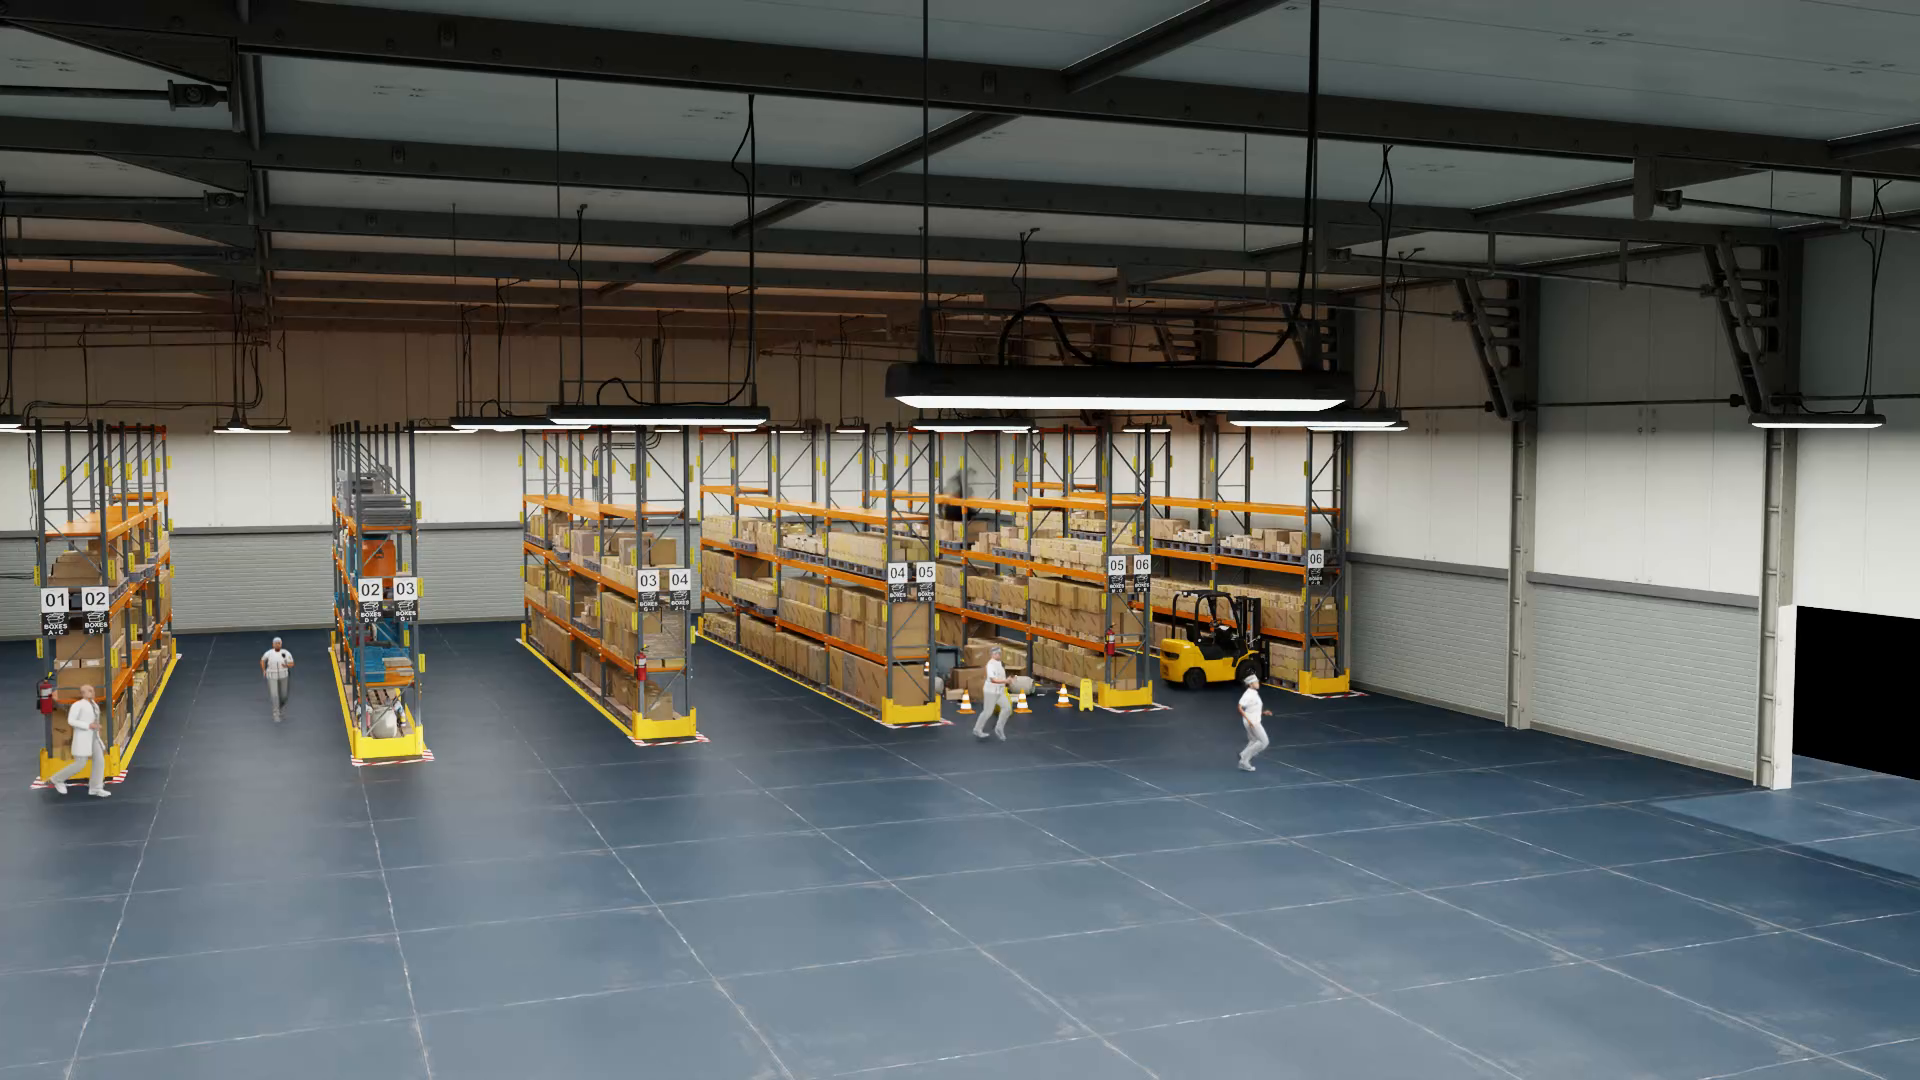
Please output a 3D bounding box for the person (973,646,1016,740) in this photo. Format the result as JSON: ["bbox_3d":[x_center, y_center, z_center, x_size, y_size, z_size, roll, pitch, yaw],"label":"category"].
[{"bbox_3d":[0.659,2.895,31.295,0.848,1.835,0.630,1,4,22],"label":"person"}]

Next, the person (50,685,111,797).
[{"bbox_3d":[-13.927,3.183,26.450,0.961,1.768,0.721,0,4,7],"label":"person"}]

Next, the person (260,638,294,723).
[{"bbox_3d":[-13.724,2.784,33.462,0.608,1.650,0.943,-2,4,-29],"label":"person"}]

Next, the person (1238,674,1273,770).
[{"bbox_3d":[5.043,3.112,28.379,0.569,1.659,0.560,1,4,15],"label":"person"}]
